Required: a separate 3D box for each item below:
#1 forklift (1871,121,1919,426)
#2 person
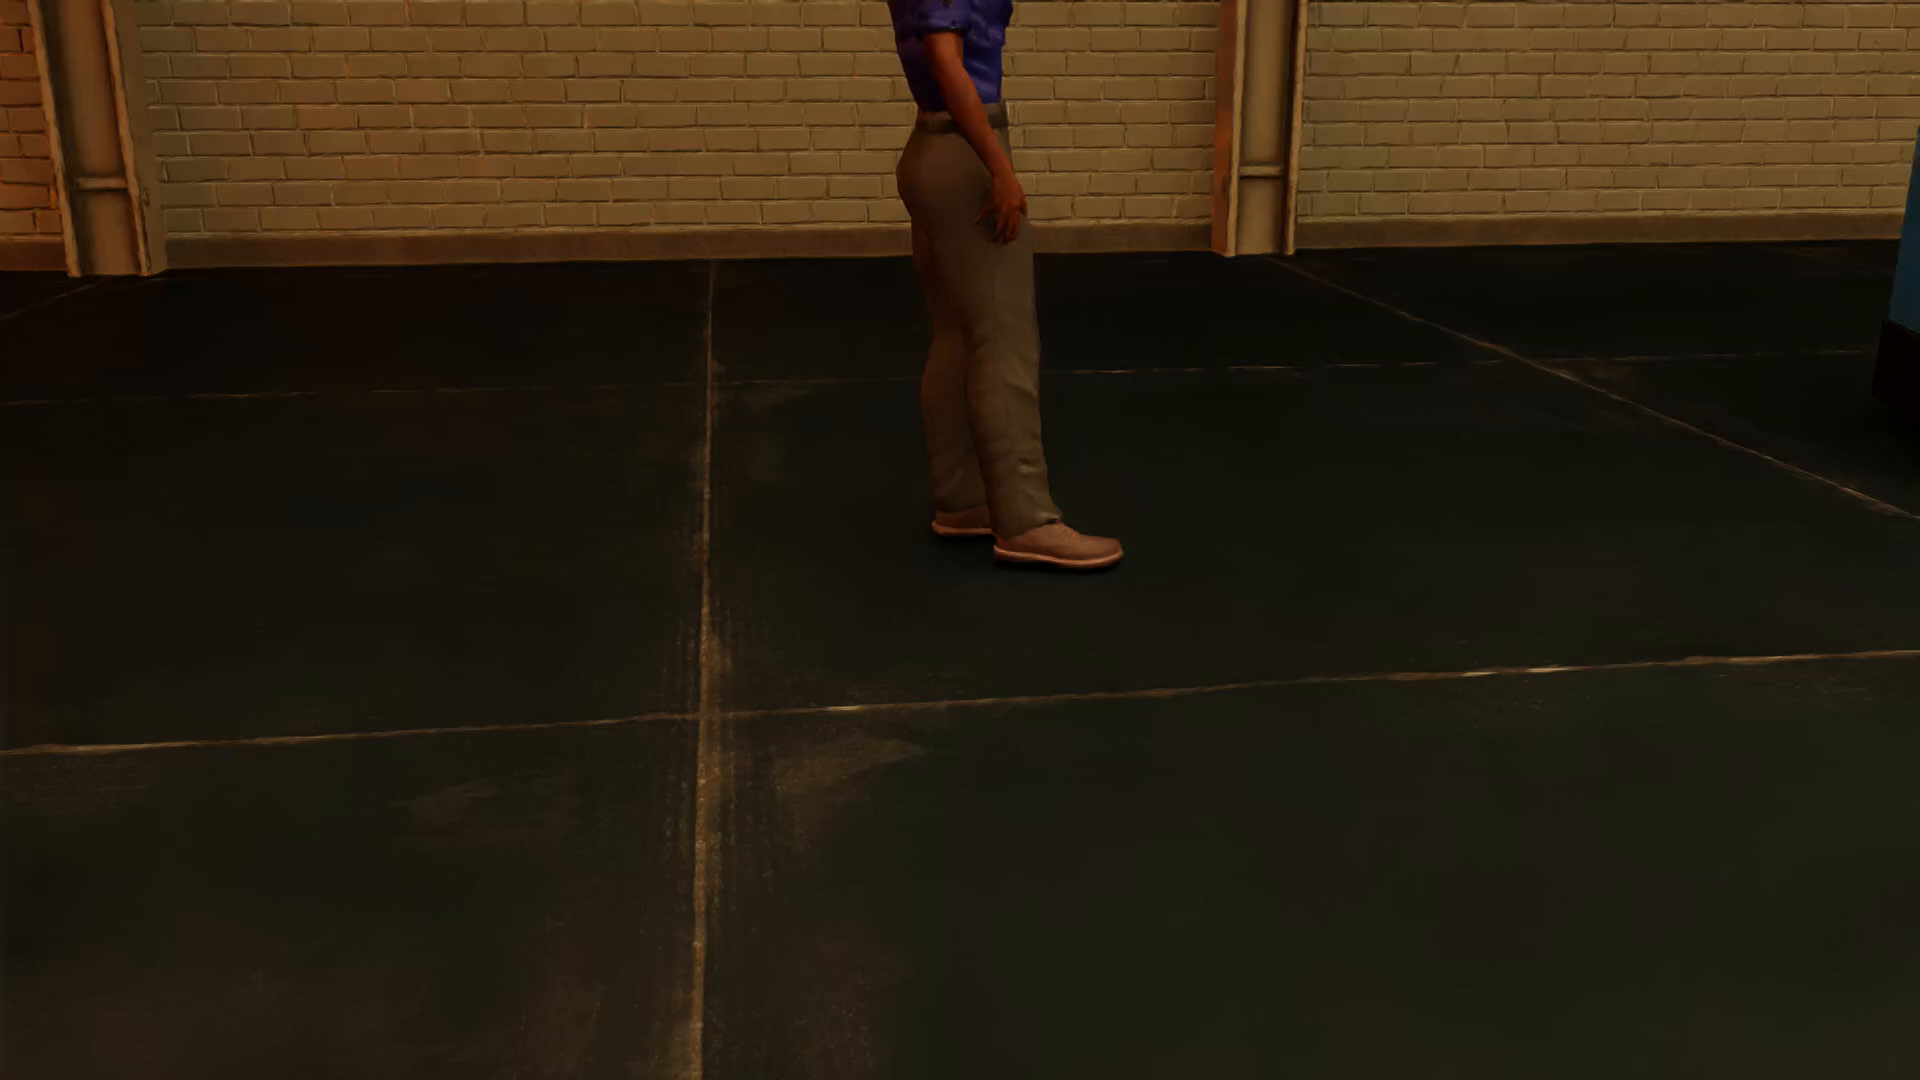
[{"bbox_3d":[4.259,-1.579,4.128,3.031,2.935,1.130,4,17,11],"label":"forklift"},{"bbox_3d":[0.090,-0.785,3.722,0.503,1.629,0.570,-2,17,-8],"label":"person"}]
